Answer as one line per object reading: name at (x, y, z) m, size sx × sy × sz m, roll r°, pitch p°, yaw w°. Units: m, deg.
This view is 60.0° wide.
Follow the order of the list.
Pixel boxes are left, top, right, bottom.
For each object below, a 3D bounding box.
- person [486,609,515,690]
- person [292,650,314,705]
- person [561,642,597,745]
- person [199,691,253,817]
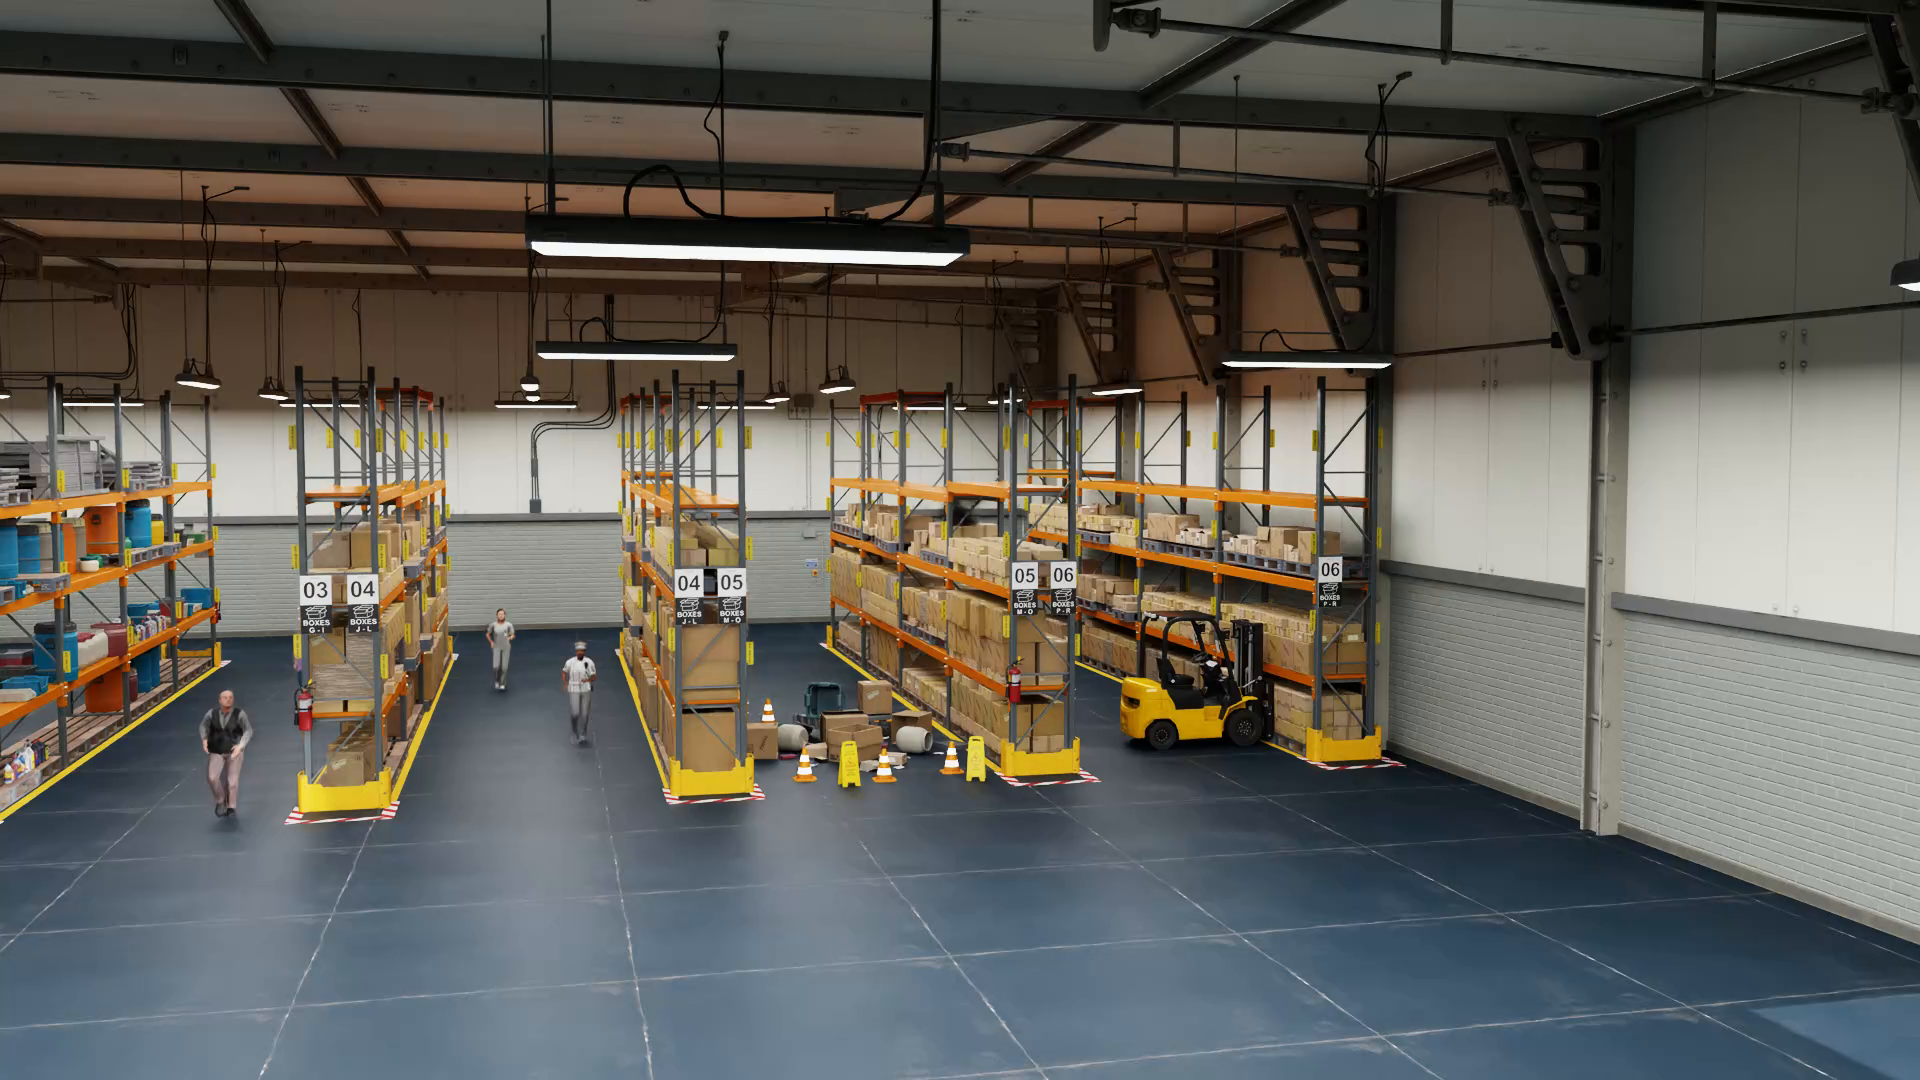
person at (-9.174, 2.192, 33.234) m, size 0.554 × 1.629 × 0.547 m, roll -1°, pitch 4°, yaw -17°
person at (-11.831, 2.385, 30.138) m, size 0.534 × 1.602 × 0.805 m, roll -1°, pitch 4°, yaw -16°
person at (-6.274, 2.522, 27.426) m, size 0.548 × 1.699 × 0.684 m, roll -1°, pitch 4°, yaw -17°
person at (-9.739, 2.840, 22.029) m, size 0.678 × 1.685 × 0.599 m, roll -1°, pitch 4°, yaw -15°
